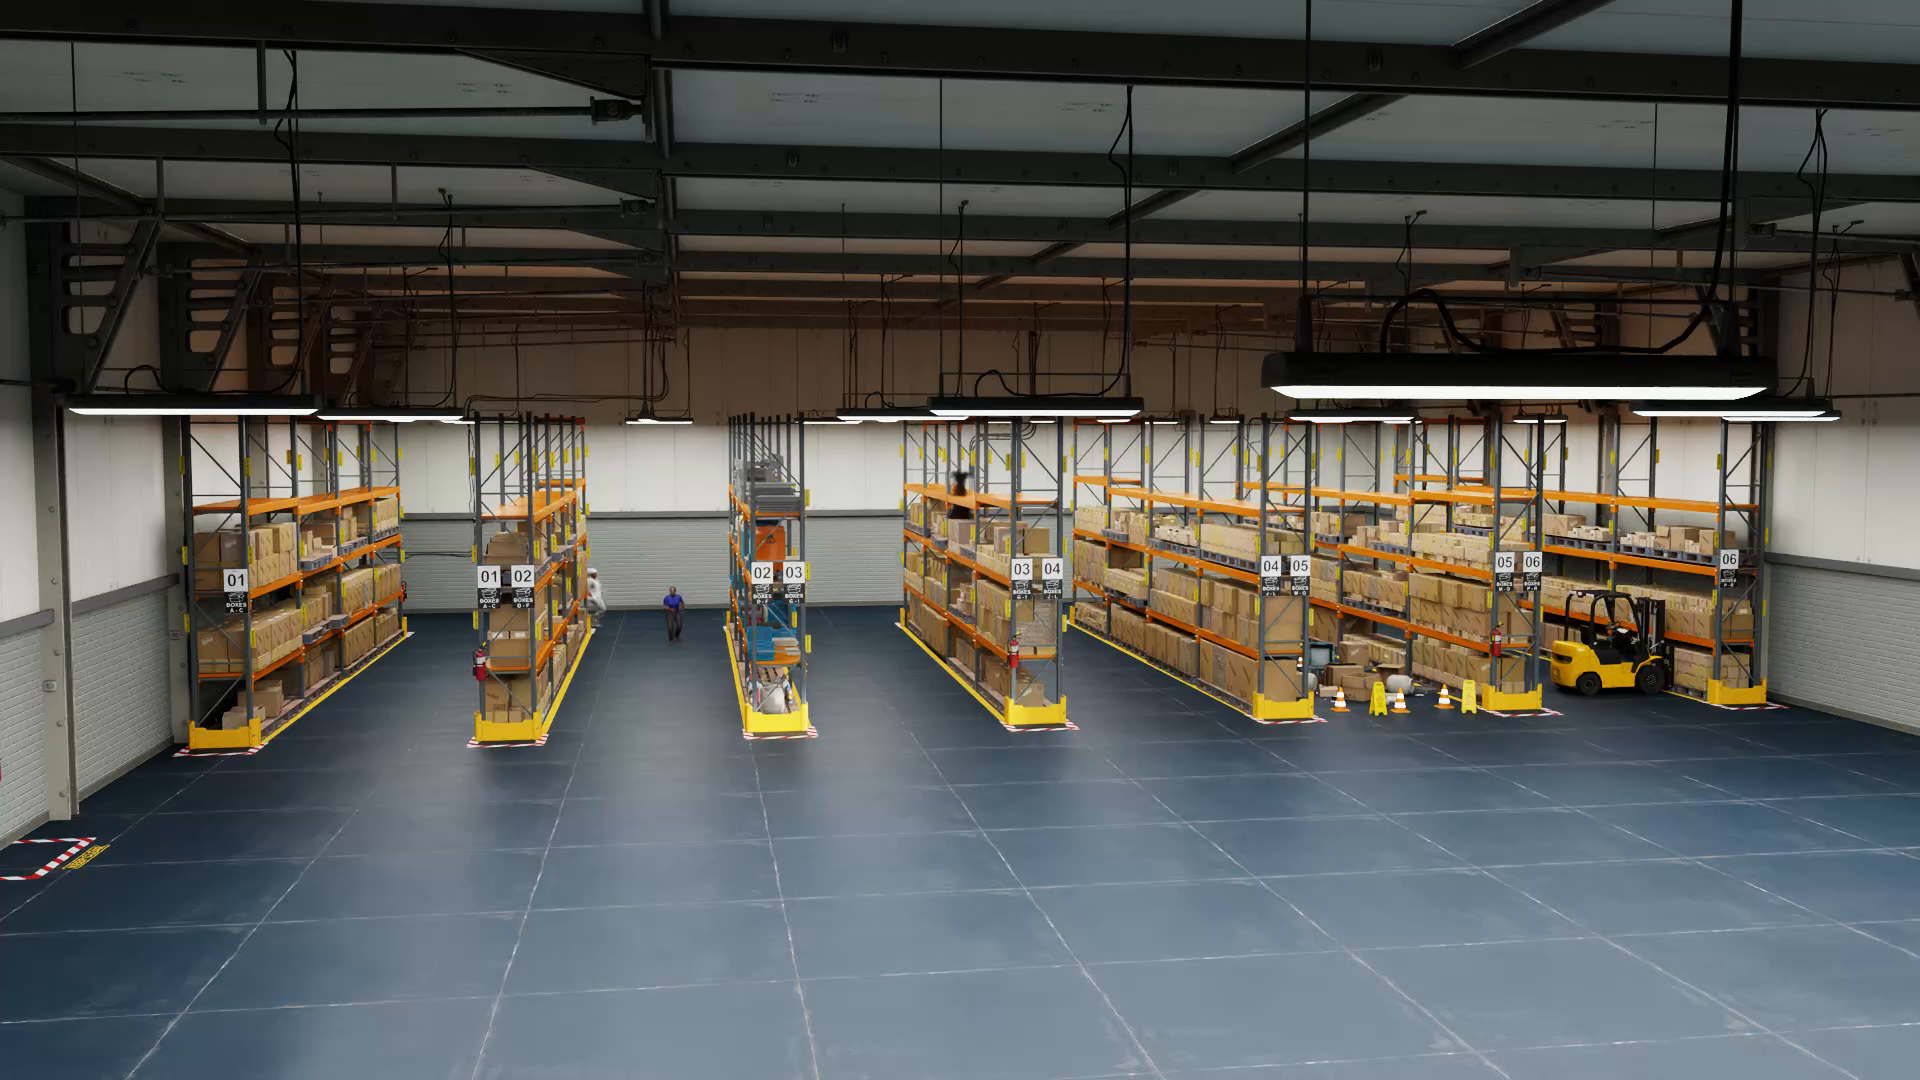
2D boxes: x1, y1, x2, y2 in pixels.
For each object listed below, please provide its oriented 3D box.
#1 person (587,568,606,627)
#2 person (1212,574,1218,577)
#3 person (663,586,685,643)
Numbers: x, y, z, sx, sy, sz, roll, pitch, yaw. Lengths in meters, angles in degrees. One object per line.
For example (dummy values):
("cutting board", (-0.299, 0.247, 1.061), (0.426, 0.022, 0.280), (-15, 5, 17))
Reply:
("person", (-10.333, 1.646, 47.376), (0.521, 1.708, 0.730), (0, 4, 2))
("person", (6.975, 1.798, 45.005), (0.700, 1.757, 1.061), (-2, 4, -25))
("person", (-7.515, 1.977, 43.727), (0.583, 1.547, 0.830), (-1, 4, -17))
